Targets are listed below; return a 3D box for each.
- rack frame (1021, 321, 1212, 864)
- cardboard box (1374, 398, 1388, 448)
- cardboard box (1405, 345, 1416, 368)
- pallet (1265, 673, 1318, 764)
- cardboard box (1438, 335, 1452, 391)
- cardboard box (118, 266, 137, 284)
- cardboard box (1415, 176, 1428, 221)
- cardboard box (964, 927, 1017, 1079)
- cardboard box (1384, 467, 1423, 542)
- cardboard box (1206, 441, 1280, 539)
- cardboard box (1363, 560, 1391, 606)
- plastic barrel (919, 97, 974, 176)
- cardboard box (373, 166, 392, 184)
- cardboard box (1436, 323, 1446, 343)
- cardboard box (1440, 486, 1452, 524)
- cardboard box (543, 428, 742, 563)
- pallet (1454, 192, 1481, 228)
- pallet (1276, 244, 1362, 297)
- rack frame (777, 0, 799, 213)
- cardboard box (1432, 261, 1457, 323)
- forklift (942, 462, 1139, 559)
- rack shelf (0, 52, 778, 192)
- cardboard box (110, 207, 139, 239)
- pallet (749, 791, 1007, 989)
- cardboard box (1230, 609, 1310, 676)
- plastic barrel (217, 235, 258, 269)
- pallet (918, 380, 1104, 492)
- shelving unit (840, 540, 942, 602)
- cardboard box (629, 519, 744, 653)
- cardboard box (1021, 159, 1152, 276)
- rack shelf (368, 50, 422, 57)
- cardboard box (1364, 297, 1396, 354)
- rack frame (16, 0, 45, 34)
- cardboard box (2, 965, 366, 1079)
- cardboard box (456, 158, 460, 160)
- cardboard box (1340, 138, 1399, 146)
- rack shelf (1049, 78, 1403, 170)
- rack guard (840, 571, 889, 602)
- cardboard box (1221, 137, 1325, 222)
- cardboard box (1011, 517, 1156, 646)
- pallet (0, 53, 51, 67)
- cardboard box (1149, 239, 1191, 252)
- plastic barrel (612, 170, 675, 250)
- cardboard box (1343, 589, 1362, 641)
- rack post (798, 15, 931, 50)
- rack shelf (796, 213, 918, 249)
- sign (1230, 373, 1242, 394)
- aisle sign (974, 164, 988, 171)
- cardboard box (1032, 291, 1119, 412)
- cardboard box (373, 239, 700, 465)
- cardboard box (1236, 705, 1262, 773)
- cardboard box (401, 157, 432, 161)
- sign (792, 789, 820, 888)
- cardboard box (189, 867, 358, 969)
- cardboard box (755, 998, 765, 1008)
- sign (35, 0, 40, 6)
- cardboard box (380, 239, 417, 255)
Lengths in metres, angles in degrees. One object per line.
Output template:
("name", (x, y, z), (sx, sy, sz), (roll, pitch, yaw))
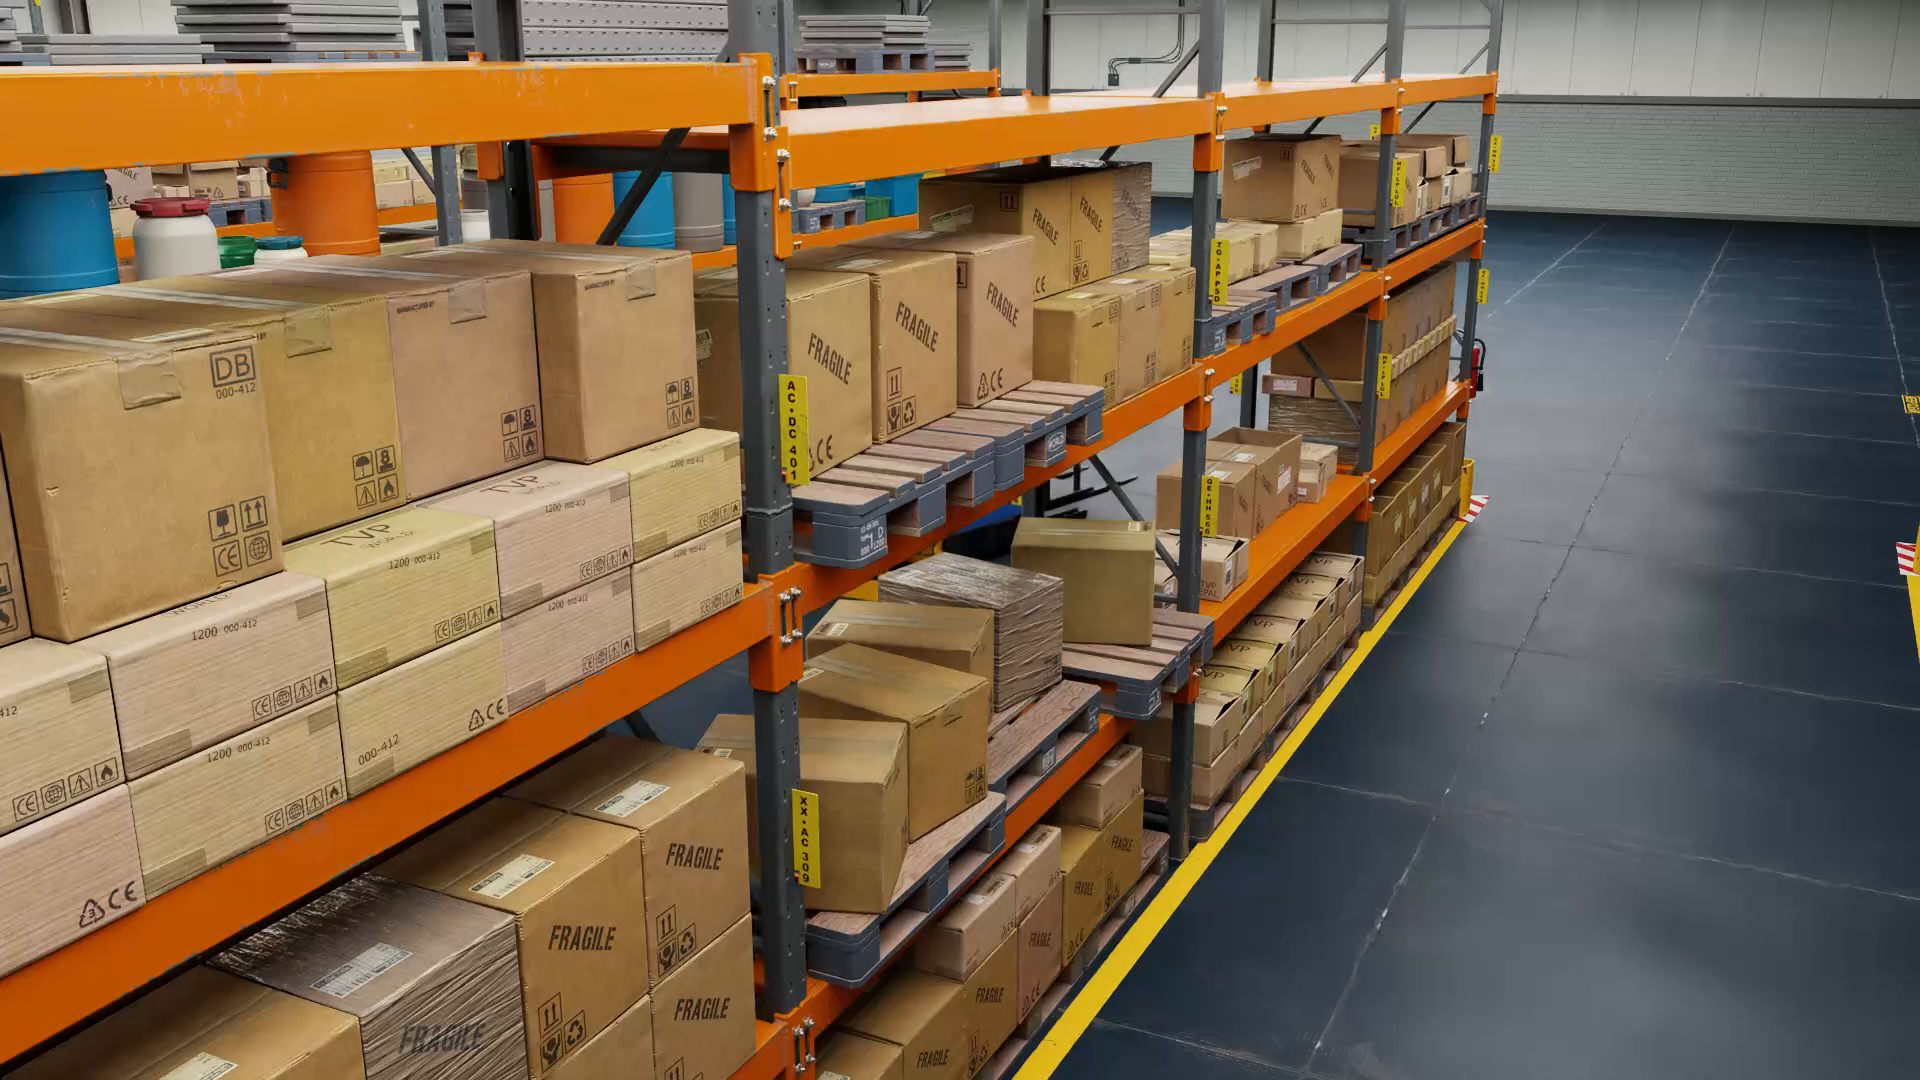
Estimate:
("rack frame", (0.808, 0.276, 9.051), (1.000, 3.000, 0.127), (8, 18, 25))
("cardboard box", (3.018, -1.039, 13.306), (0.700, 0.500, 0.500), (8, 18, 25))
("cardboard box", (3.577, -1.540, 13.852), (0.380, 0.149, 0.250), (8, 18, 25))
("pallet", (1.757, 1.099, 11.180), (1.003, 0.211, 1.213), (8, 18, 25))
("cardboard box", (4.162, -1.692, 15.503), (0.700, 0.500, 0.500), (8, 18, 25))
("cardboard box", (-10.278, -2.971, 19.721), (0.875, 0.550, 0.550), (8, 18, 25))
("cardboard box", (3.297, -2.638, 12.769), (0.500, 0.311, 0.500), (7, 18, 22))
("cardboard box", (-0.087, 1.927, 7.112), (0.500, 0.500, 0.500), (8, 18, 26))
("cardboard box", (3.529, -0.318, 13.828), (0.500, 0.500, 0.500), (8, 18, 25))
("cardboard box", (1.778, -0.335, 10.934), (0.500, 0.500, 0.500), (8, 18, 25))
("cardboard box", (3.074, 0.295, 13.081), (0.500, 0.250, 0.500), (8, 18, 25))
("plastic barrel", (-0.151, -4.098, 17.018), (0.600, 0.830, 0.708), (8, 18, 25))
("cardboard box", (-5.845, -3.604, 16.412), (0.380, 0.149, 0.250), (8, 18, 24))
("cardboard box", (4.152, -1.867, 14.951), (0.380, 0.149, 0.250), (8, 18, 25))
("cardboard box", (4.195, -0.341, 15.223), (0.500, 0.250, 0.500), (8, 18, 25))
("cardboard box", (-0.954, -0.152, 4.610), (0.500, 0.250, 0.500), (8, 18, 25))
("pallet", (4.043, -2.980, 14.902), (1.003, 0.211, 1.213), (8, 18, 25))
("pallet", (2.213, -1.862, 11.320), (0.805, 0.209, 1.217), (7, 18, 23))
("rack frame", (-1.835, -4.249, 13.752), (1.000, 3.000, 0.127), (8, 18, 25))
("cardboard box", (4.139, -2.300, 15.273), (0.700, 0.500, 0.500), (8, 18, 26))
("forklift", (0.548, -1.566, 15.374), (1.130, 2.935, 3.031), (14, 21, 39))
("rack shelf", (-1.873, -0.725, 3.154), (1.077, 0.370, 4.000), (8, 18, 25))
("cardboard box", (-7.164, -2.701, 14.071), (0.500, 0.250, 0.500), (9, 19, 27))
("pallet", (-0.525, 1.198, 6.287), (1.003, 0.211, 1.213), (8, 18, 25))
("cardboard box", (1.991, 0.633, 10.958), (0.500, 0.311, 0.500), (8, 18, 25))
("plastic barrel", (-4.301, -1.679, 9.901), (0.294, 0.245, 0.294), (0, 17, 0))
("pallet", (-0.165, -0.474, 6.640), (1.213, 0.211, 1.003), (8, 18, 25))
("shelving unit", (-0.646, -0.377, 13.885), (0.587, 1.500, 1.083), (8, 18, 24))
("cardboard box", (-0.959, 0.087, 4.684), (0.500, 0.250, 0.500), (8, 18, 25))
("cardboard box", (0.607, -1.578, 8.096), (0.500, 0.500, 0.500), (8, 18, 25))
("rack shelf", (-5.372, -5.043, 17.692), (1.077, 0.370, 4.000), (8, 18, 25))
("cardboard box", (3.012, -1.655, 13.100), (0.700, 0.500, 0.500), (8, 18, 25))
("rack frame", (-13.344, -7.159, 23.549), (1.000, 3.000, 0.127), (8, 18, 25))
("cardboard box", (-1.652, 1.317, 3.616), (0.500, 0.500, 0.500), (8, 18, 25))
("cardboard box", (-5.295, -3.941, 17.547), (0.380, 0.149, 0.250), (8, 18, 24))
("cardboard box", (3.396, -3.127, 14.084), (0.500, 0.500, 0.500), (8, 18, 25))
("rack shelf", (1.701, -2.572, 10.071), (1.077, 0.370, 4.000), (8, 18, 25))
("rack guard", (-0.855, 0.351, 13.630), (0.587, 0.250, 0.087), (8, 18, 24))
("cardboard box", (2.050, -2.369, 10.899), (0.500, 0.500, 0.500), (10, 19, 31))
("cardboard box", (0.627, 0.202, 8.389), (0.700, 0.500, 0.500), (2, 17, 7))
("pallet", (-5.067, -2.144, 7.698), (1.003, 0.211, 1.213), (8, 18, 25))
("cardboard box", (1.178, -1.549, 9.456), (0.500, 0.250, 0.500), (9, 19, 27))
("plastic barrel", (-2.452, -2.561, 12.457), (0.600, 0.901, 0.708), (8, 18, 25))
("cardboard box", (2.669, 0.517, 12.333), (0.500, 0.250, 0.500), (8, 18, 25))
("rack post", (-0.885, -4.735, 15.518), (0.937, 0.300, 0.954), (8, 18, 24))
("rack shelf", (-0.941, -2.976, 15.997), (1.077, 0.370, 4.000), (8, 18, 25))
("sign", (2.098, -1.266, 12.583), (0.100, 0.325, 0.005), (8, 18, 25))
("aisle sign", (0.251, -3.619, 17.601), (0.394, 0.787, 0.004), (8, 18, 25))
("cardboard box", (0.183, -0.832, 7.338), (0.910, 0.500, 0.500), (8, 18, 25))
("cardboard box", (-1.163, -0.541, 4.604), (0.700, 0.500, 0.500), (8, 18, 25))
("cardboard box", (1.528, 1.169, 10.138), (0.500, 0.250, 0.500), (8, 18, 24))
("cardboard box", (-5.794, -4.017, 17.800), (0.380, 0.149, 0.250), (9, 19, 28))
("sign", (-0.491, 0.947, 5.272), (0.100, 0.325, 0.005), (8, 18, 25))
("cardboard box", (-1.902, 1.115, 4.297), (0.500, 0.500, 0.500), (8, 18, 24))
("cardboard box", (-0.787, 1.996, 6.880), (0.500, 0.500, 0.500), (8, 18, 26))
("sign", (-12.856, -7.607, 23.138), (0.100, 0.325, 0.005), (8, 18, 25))
("cardboard box", (-5.837, -2.756, 16.806), (0.500, 0.500, 0.500), (8, 18, 25))
